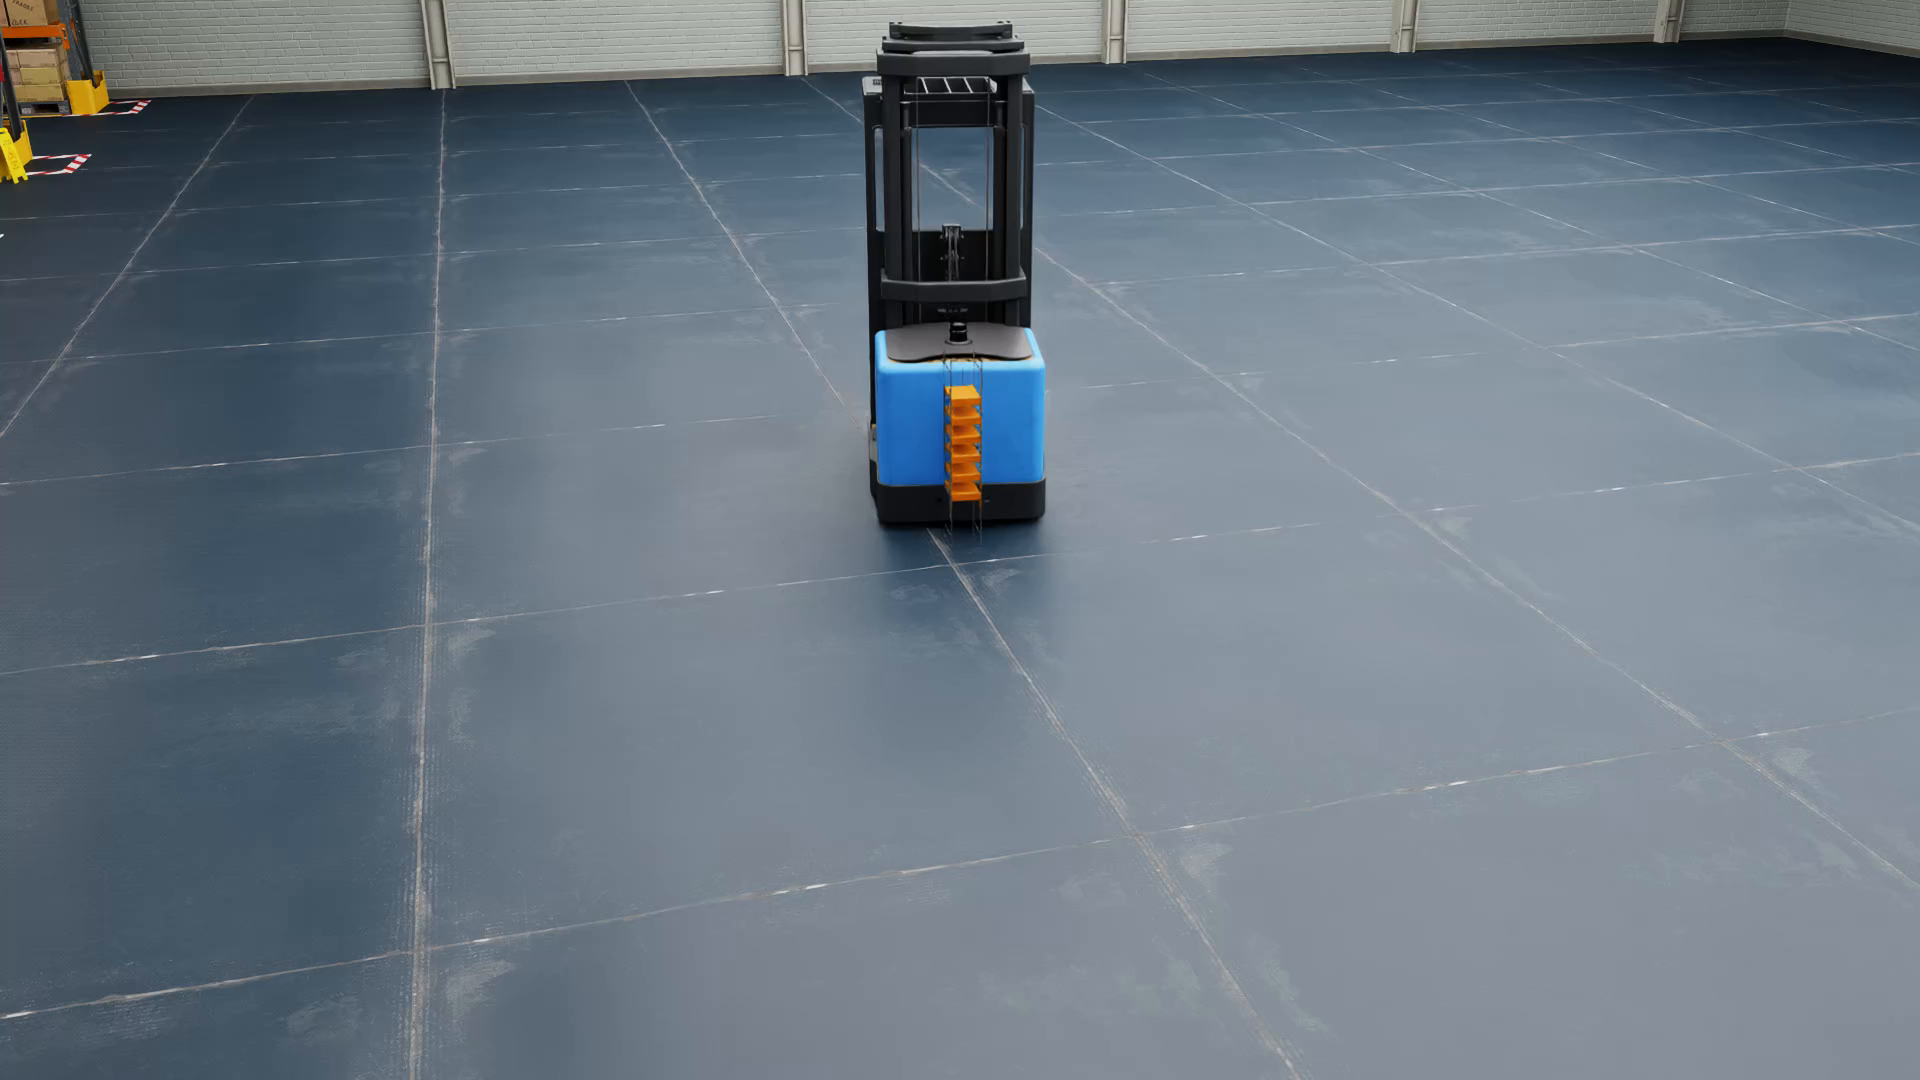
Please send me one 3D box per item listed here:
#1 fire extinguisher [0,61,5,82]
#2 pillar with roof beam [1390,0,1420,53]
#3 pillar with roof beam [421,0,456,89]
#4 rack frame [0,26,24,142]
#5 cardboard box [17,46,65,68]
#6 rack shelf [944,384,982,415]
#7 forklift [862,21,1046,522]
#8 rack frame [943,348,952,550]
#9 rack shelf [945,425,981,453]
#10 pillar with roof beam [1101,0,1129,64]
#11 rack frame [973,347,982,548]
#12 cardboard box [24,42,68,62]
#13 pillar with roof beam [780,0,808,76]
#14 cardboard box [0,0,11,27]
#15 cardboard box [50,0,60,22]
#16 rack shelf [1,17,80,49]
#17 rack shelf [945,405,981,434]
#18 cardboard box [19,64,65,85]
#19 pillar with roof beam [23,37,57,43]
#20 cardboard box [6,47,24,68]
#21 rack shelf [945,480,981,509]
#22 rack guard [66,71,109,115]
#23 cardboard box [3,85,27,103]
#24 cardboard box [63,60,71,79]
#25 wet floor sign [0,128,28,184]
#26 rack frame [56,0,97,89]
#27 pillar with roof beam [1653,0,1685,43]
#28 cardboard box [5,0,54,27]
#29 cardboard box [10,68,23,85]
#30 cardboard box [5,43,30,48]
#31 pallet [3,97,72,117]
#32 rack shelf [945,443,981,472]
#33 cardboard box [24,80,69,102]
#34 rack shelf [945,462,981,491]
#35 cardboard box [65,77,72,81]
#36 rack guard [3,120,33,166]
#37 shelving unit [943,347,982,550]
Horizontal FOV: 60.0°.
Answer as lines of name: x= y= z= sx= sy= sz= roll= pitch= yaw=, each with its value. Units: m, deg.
fire extinguisher: x=-11.980 y=-6.013 z=20.557 sx=0.183 sy=0.674 sz=0.296 roll=-6 pitch=24 yaw=-14
pillar with roof beam: x=9.798 y=-12.042 z=26.903 sx=0.400 sy=9.000 sz=9.100 roll=-6 pitch=24 yaw=-14
pillar with roof beam: x=-7.533 y=-10.125 z=22.435 sx=0.400 sy=9.000 sz=9.100 roll=-6 pitch=24 yaw=-14
rack frame: x=-12.215 y=-6.211 z=20.922 sx=0.127 sy=3.000 sz=1.000 roll=-6 pitch=24 yaw=-14
cardboard box: x=-13.918 y=-7.317 z=25.185 sx=0.500 sy=0.250 sz=0.500 roll=-5 pitch=24 yaw=-13
rack shelf: x=0.016 y=-0.835 z=9.874 sx=0.180 sy=0.103 sz=0.258 roll=-4 pitch=24 yaw=-10
forklift: x=-0.087 y=-1.999 z=11.191 sx=1.130 sy=2.935 sz=3.031 roll=-2 pitch=23 yaw=-4
rack frame: x=-0.074 y=-0.539 z=9.984 sx=0.006 sy=1.200 sz=0.240 roll=-4 pitch=24 yaw=-10
rack shelf: x=0.016 y=-0.615 z=9.969 sx=0.180 sy=0.103 sz=0.258 roll=-4 pitch=24 yaw=-10
pillar with roof beam: x=4.021 y=-11.403 z=25.413 sx=0.400 sy=9.000 sz=9.100 roll=-6 pitch=24 yaw=-14
rack frame: x=0.106 y=-0.552 z=10.014 sx=0.006 sy=1.200 sz=0.240 roll=-4 pitch=24 yaw=-10
cardboard box: x=-14.073 y=-7.505 z=25.623 sx=0.500 sy=0.250 sz=0.500 roll=-7 pitch=24 yaw=-15
pillar with roof beam: x=-1.756 y=-10.764 z=23.924 sx=0.400 sy=9.000 sz=9.100 roll=-6 pitch=24 yaw=-14
cardboard box: x=-14.464 y=-7.937 z=24.818 sx=0.500 sy=0.500 sz=0.500 roll=-6 pitch=24 yaw=-13
cardboard box: x=-14.111 y=-8.194 z=25.416 sx=0.500 sy=0.500 sz=0.500 roll=-6 pitch=24 yaw=-13
rack shelf: x=-15.485 y=-7.552 z=24.958 sx=4.000 sy=0.370 sz=1.077 roll=-6 pitch=24 yaw=-14
rack shelf: x=0.016 y=-0.725 z=9.922 sx=0.180 sy=0.103 sz=0.258 roll=-4 pitch=24 yaw=-10
cardboard box: x=-13.943 y=-7.084 z=25.276 sx=0.500 sy=0.250 sz=0.500 roll=-7 pitch=24 yaw=-15
pillar with roof beam: x=-13.310 y=-9.486 z=20.945 sx=0.400 sy=9.000 sz=9.100 roll=-6 pitch=24 yaw=-14
cardboard box: x=-14.408 y=-7.260 z=25.053 sx=0.500 sy=0.250 sz=0.500 roll=-6 pitch=24 yaw=-13
rack shelf: x=0.016 y=-0.284 z=10.111 sx=0.180 sy=0.103 sz=0.258 roll=-4 pitch=24 yaw=-10
rack guard: x=-13.536 y=-6.949 z=25.811 sx=0.348 sy=0.500 sz=1.175 roll=-6 pitch=24 yaw=-14
cardboard box: x=-14.408 y=-6.805 z=25.261 sx=0.500 sy=0.250 sz=0.500 roll=-6 pitch=24 yaw=-14
cardboard box: x=-14.068 y=-7.283 z=25.740 sx=0.500 sy=0.250 sz=0.500 roll=-6 pitch=24 yaw=-13
wet floor sign: x=-11.743 y=-4.743 z=20.486 sx=0.232 sy=0.644 sz=0.267 roll=2 pitch=23 yaw=4
rack frame: x=-13.559 y=-8.095 z=25.313 sx=0.127 sy=3.000 sz=1.000 roll=-6 pitch=24 yaw=-14
pillar with roof beam: x=15.575 y=-12.681 z=28.392 sx=0.400 sy=9.000 sz=9.100 roll=-6 pitch=24 yaw=-14
cardboard box: x=-13.962 y=-7.989 z=24.938 sx=0.500 sy=0.500 sz=0.500 roll=-7 pitch=24 yaw=-16
cardboard box: x=-14.429 y=-7.035 z=25.161 sx=0.500 sy=0.250 sz=0.500 roll=-7 pitch=24 yaw=-15
cardboard box: x=-14.553 y=-7.450 z=25.496 sx=0.500 sy=0.250 sz=0.500 roll=-6 pitch=24 yaw=-14
pallet: x=-14.284 y=-6.717 z=25.635 sx=1.213 sy=0.211 sz=1.003 roll=-6 pitch=24 yaw=-14
rack shelf: x=0.016 y=-0.504 z=10.016 sx=0.180 sy=0.103 sz=0.258 roll=-4 pitch=24 yaw=-10
cardboard box: x=-13.926 y=-6.855 z=25.376 sx=0.500 sy=0.250 sz=0.500 roll=-6 pitch=24 yaw=-14
rack shelf: x=0.016 y=-0.394 z=10.064 sx=0.180 sy=0.103 sz=0.258 roll=-4 pitch=24 yaw=-10
cardboard box: x=-14.085 y=-7.047 z=25.823 sx=0.500 sy=0.250 sz=0.500 roll=-6 pitch=24 yaw=-14
rack guard: x=-12.288 y=-5.054 z=21.396 sx=0.348 sy=0.500 sz=1.175 roll=-6 pitch=24 yaw=-14
shelving unit: x=0.016 y=-0.545 z=9.999 sx=0.189 sy=1.200 sz=0.258 roll=-4 pitch=24 yaw=-10
